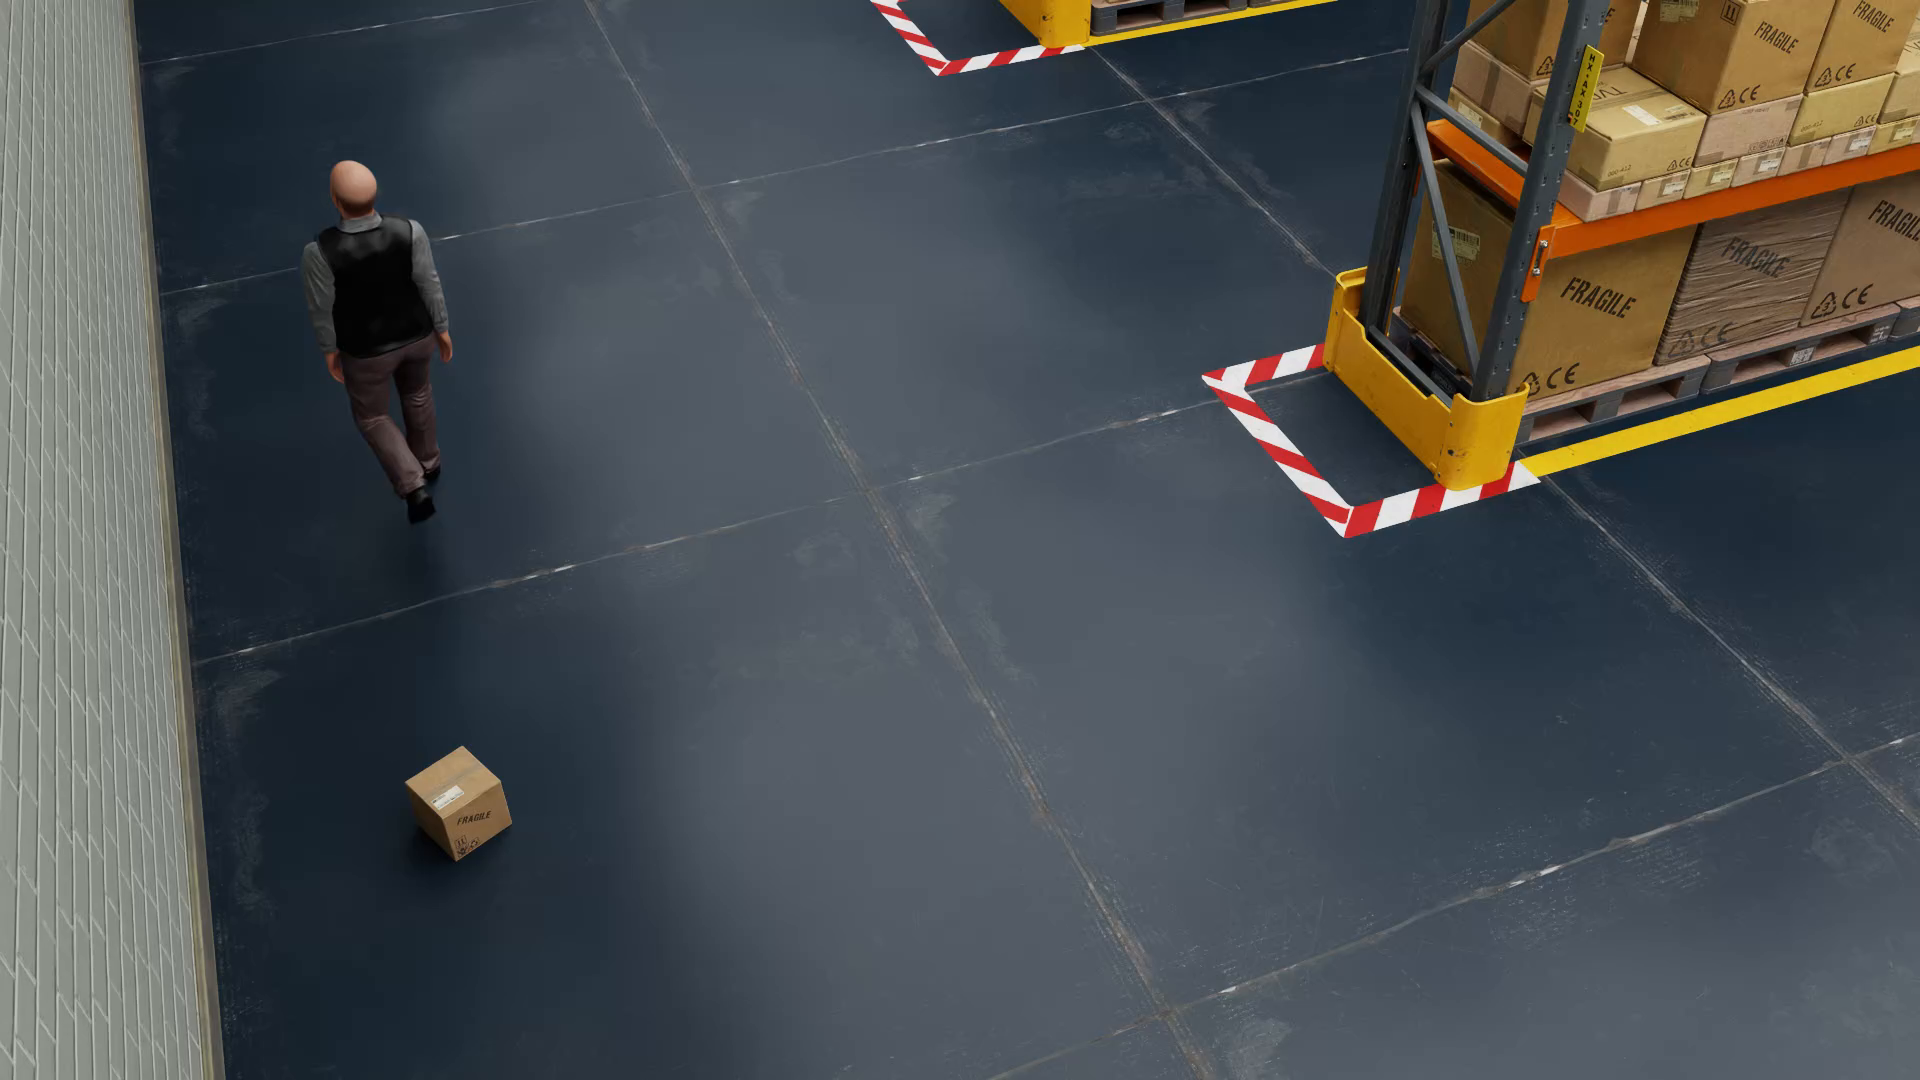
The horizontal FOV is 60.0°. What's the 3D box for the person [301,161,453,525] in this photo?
[{"bbox_3d":[-2.455,-0.844,7.125,0.543,1.697,0.784,-25,47,-25],"label":"person"}]
